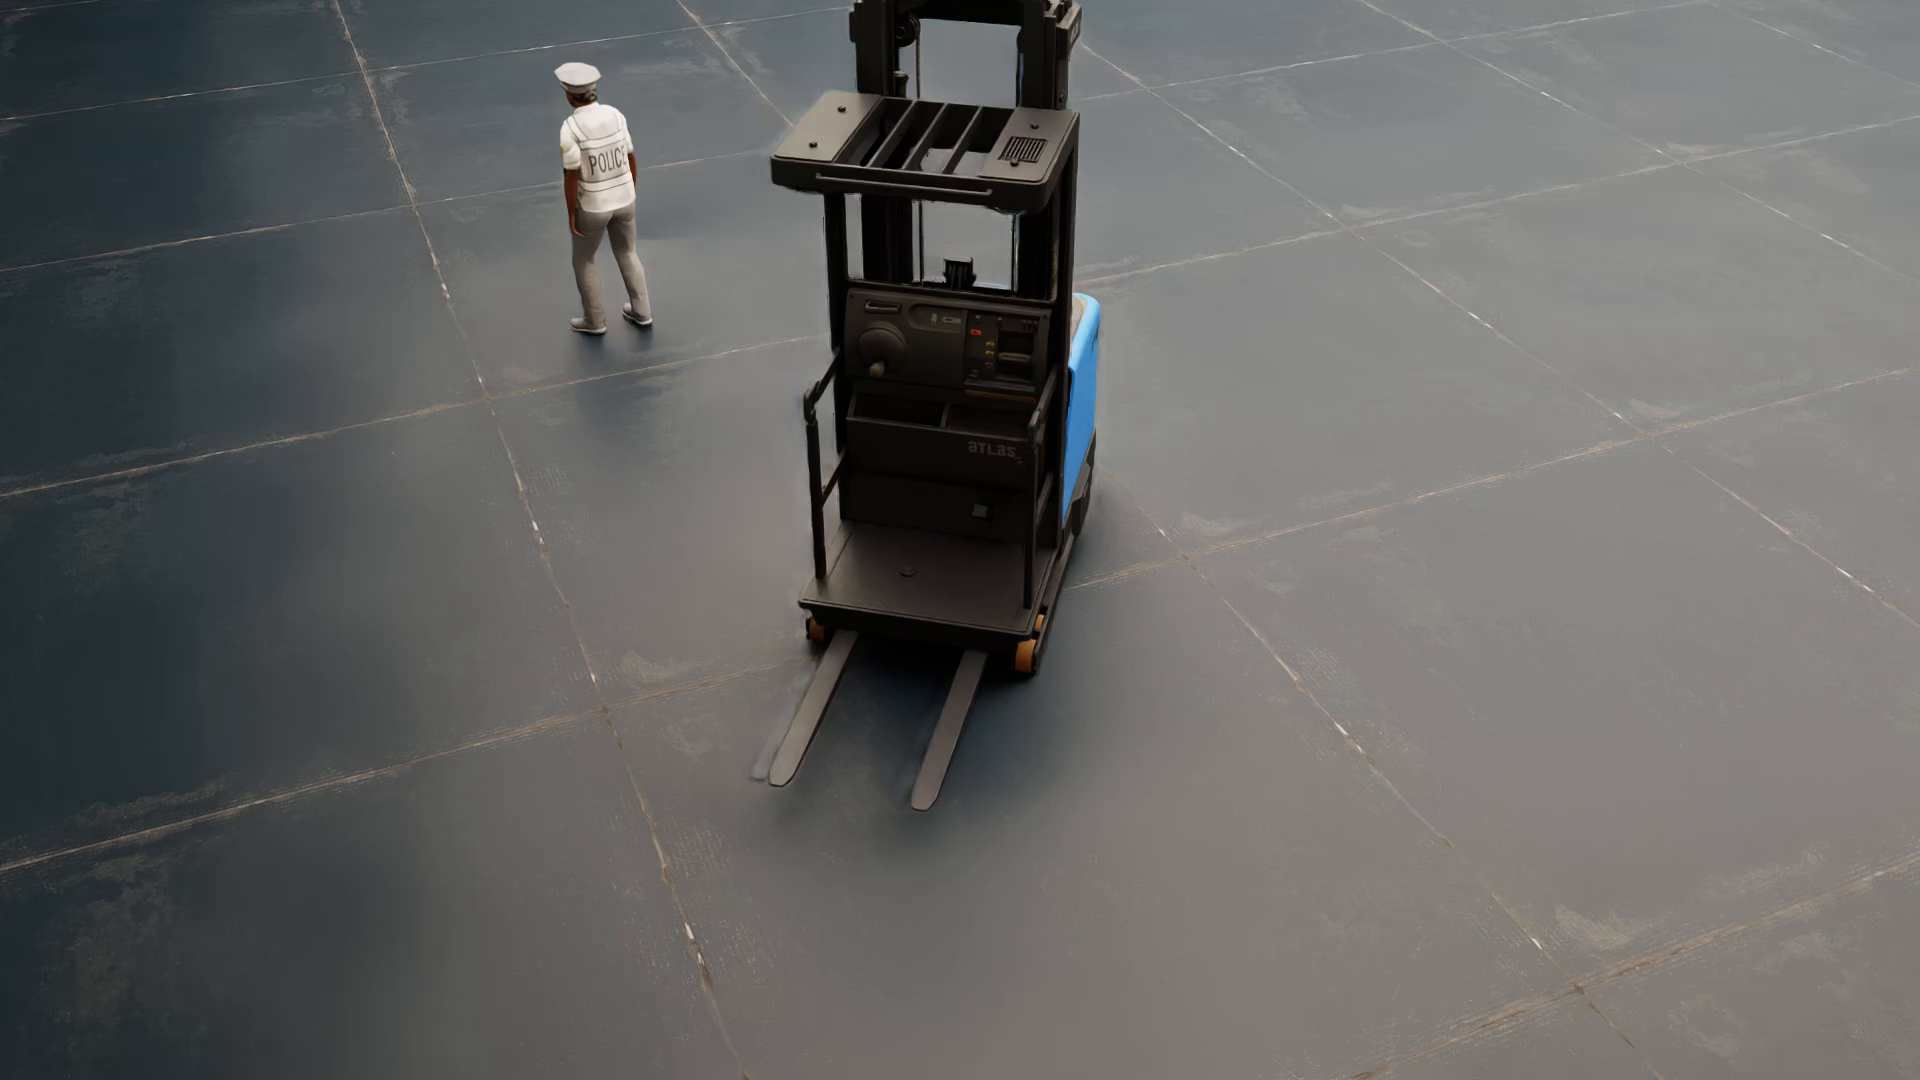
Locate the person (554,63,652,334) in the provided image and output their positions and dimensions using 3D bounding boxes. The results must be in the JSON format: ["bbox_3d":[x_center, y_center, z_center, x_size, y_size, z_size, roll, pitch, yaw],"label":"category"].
[{"bbox_3d":[-2.182,-2.040,10.082,0.510,1.674,0.419,-27,44,-33],"label":"person"}]

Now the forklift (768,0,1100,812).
[{"bbox_3d":[-0.109,-0.817,7.248,1.130,2.935,3.031,8,36,11],"label":"forklift"}]
